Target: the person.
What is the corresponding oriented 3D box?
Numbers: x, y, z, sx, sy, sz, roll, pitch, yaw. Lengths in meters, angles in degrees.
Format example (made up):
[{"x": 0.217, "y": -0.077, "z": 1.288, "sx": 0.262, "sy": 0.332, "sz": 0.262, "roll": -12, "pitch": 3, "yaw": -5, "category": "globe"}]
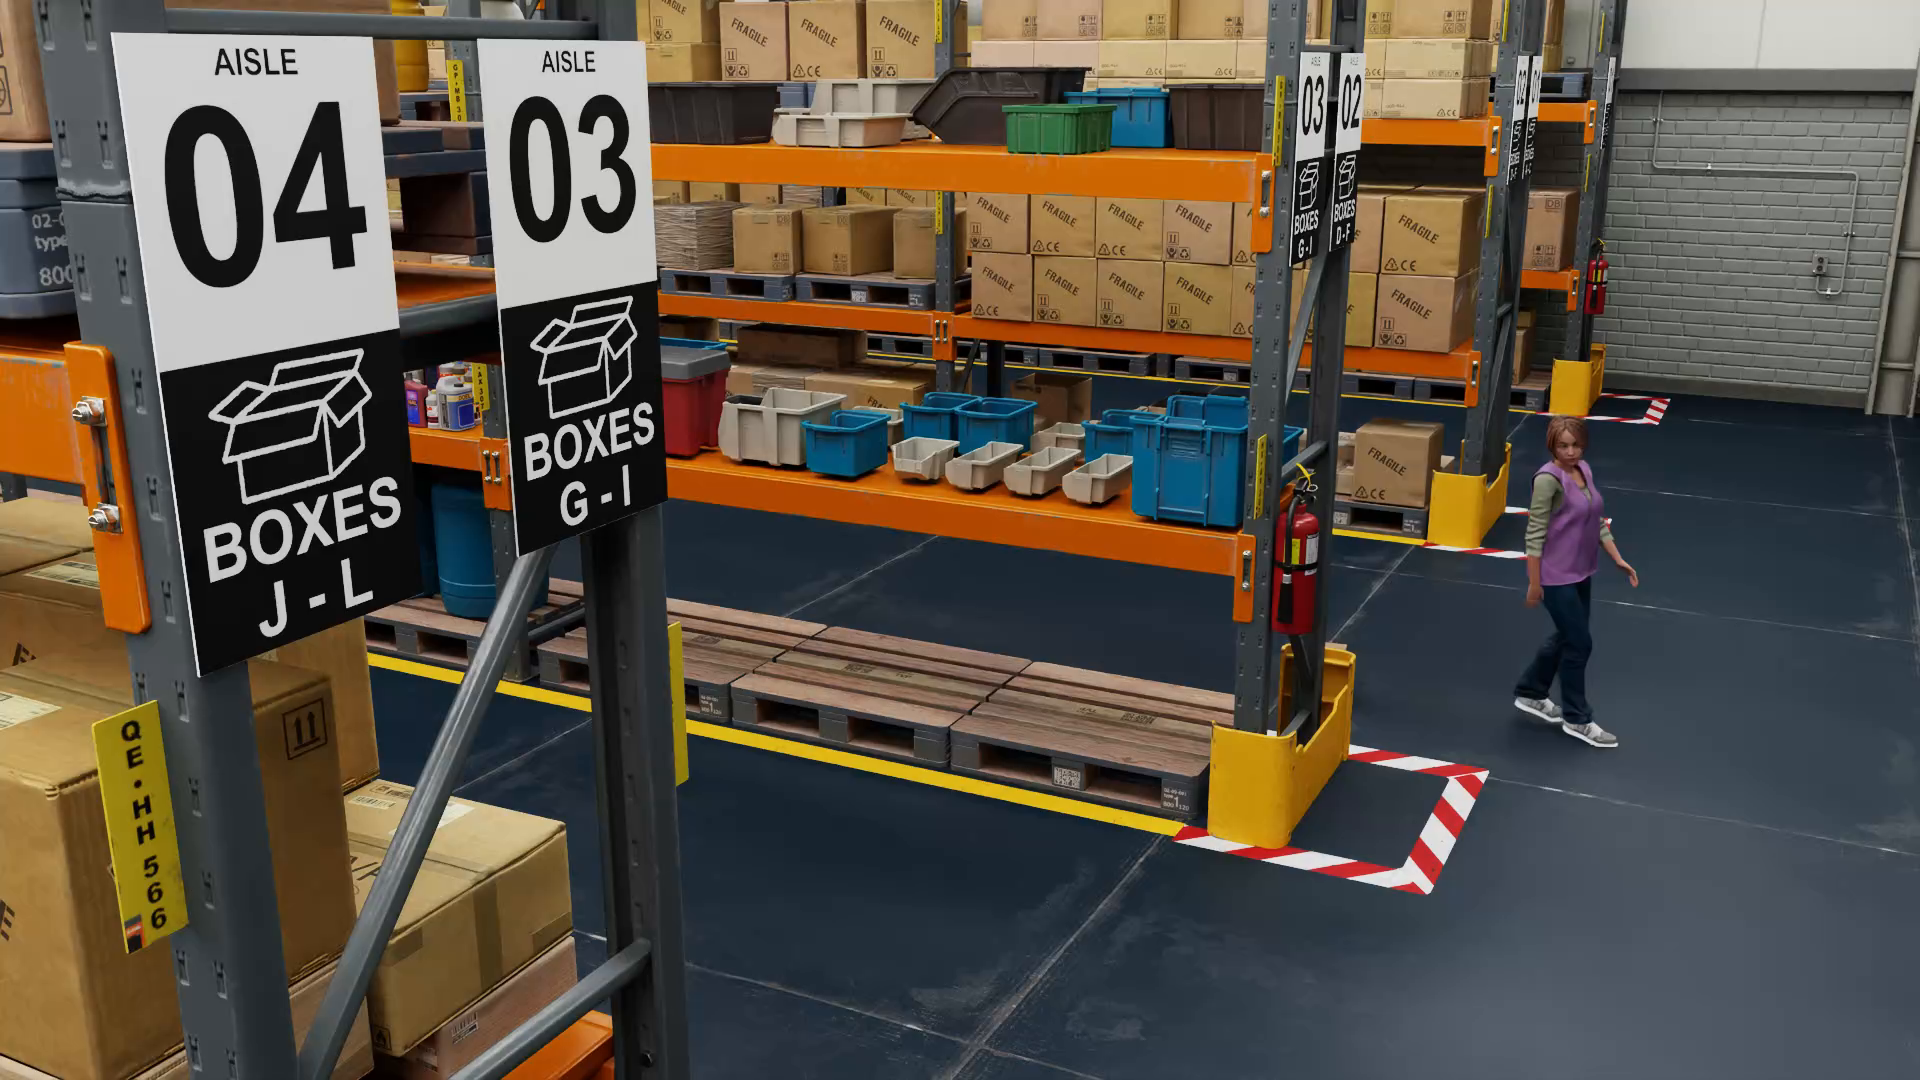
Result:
[{"x": 2.889, "y": 0.201, "z": 7.858, "sx": 0.550, "sy": 1.588, "sz": 0.446, "roll": 15, "pitch": 22, "yaw": 42, "category": "person"}]
